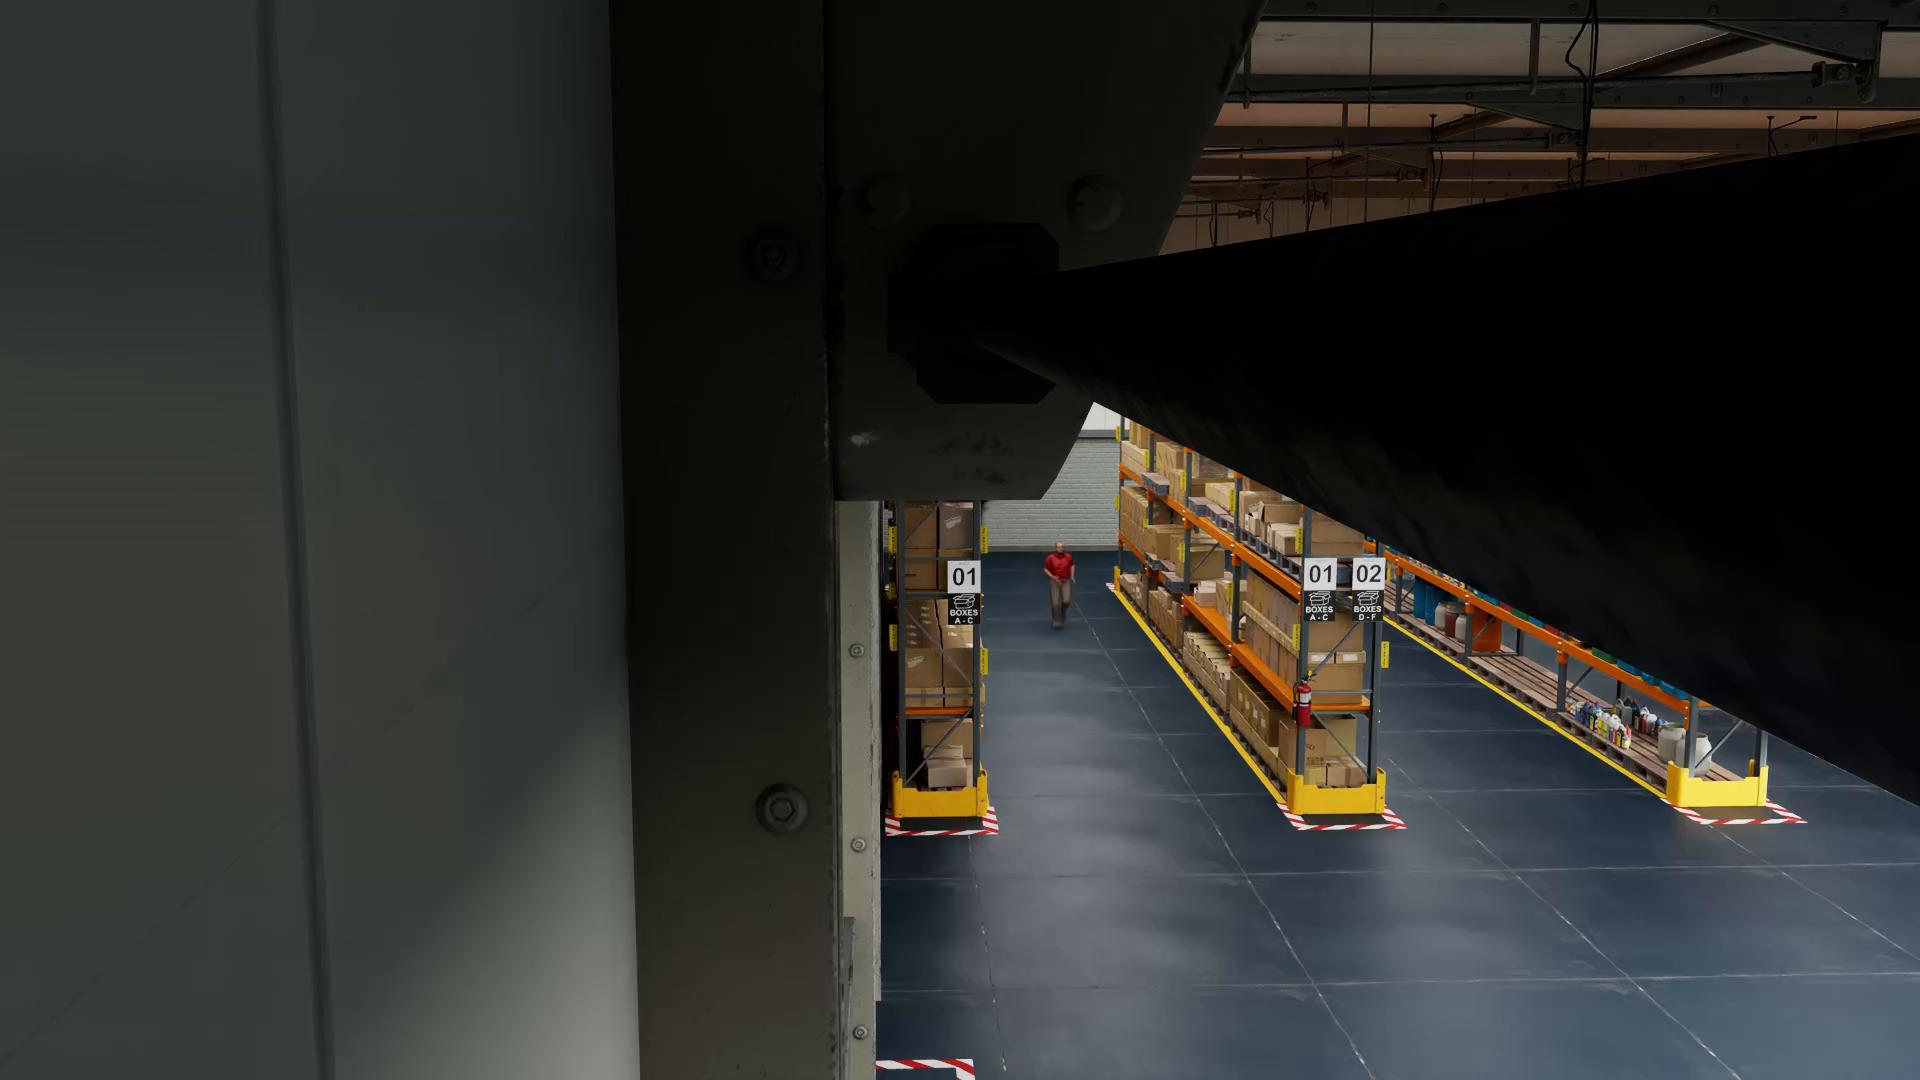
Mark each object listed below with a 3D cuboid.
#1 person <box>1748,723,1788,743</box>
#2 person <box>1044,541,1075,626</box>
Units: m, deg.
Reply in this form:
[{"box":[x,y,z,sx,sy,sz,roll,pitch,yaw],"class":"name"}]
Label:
[{"box":[11.861,2.066,24.147,0.707,1.719,1.026,-2,8,-11],"class":"person"},{"box":[1.942,0.861,32.257,0.636,1.679,0.670,-1,8,-9],"class":"person"}]
